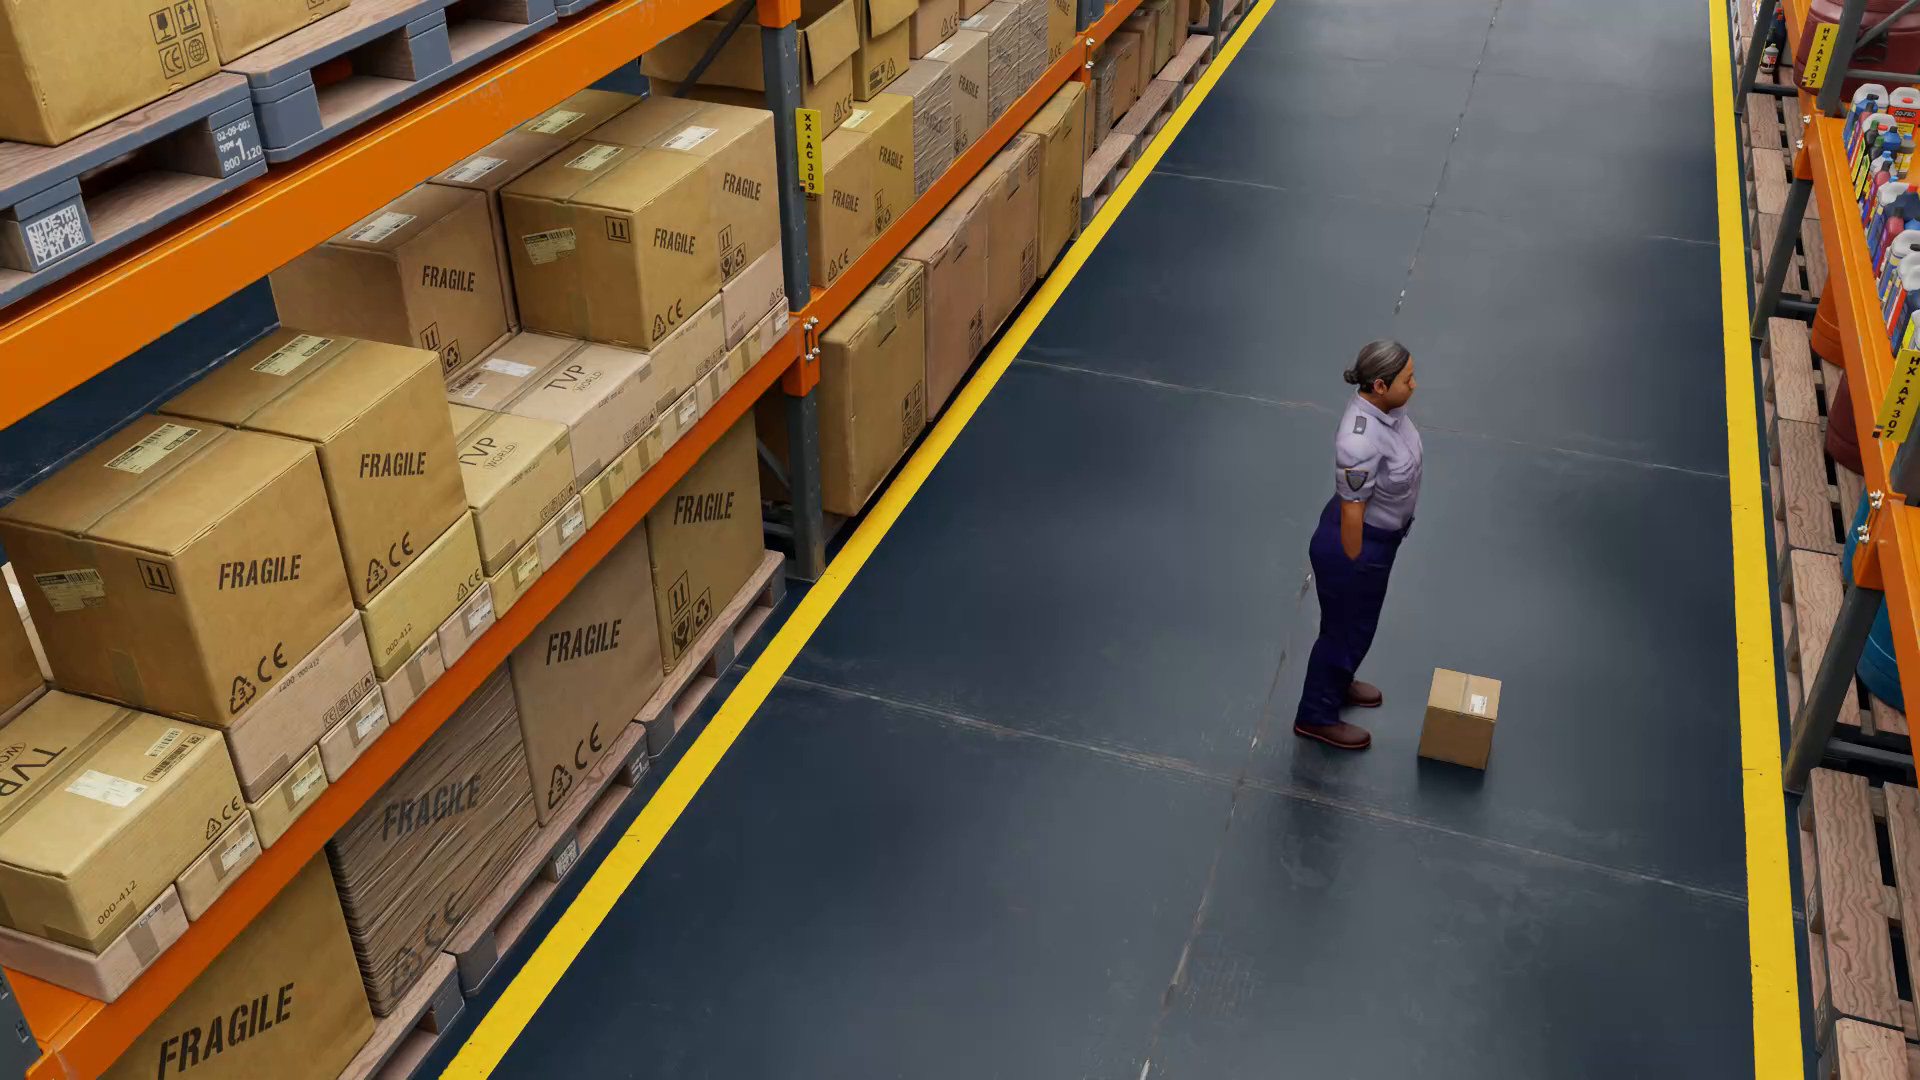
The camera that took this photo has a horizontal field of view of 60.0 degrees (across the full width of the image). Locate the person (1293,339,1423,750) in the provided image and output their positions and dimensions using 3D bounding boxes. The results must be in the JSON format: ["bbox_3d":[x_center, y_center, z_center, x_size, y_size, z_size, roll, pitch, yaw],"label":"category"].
[{"bbox_3d":[1.484,0.009,6.144,0.343,1.651,0.467,12,35,18],"label":"person"}]
